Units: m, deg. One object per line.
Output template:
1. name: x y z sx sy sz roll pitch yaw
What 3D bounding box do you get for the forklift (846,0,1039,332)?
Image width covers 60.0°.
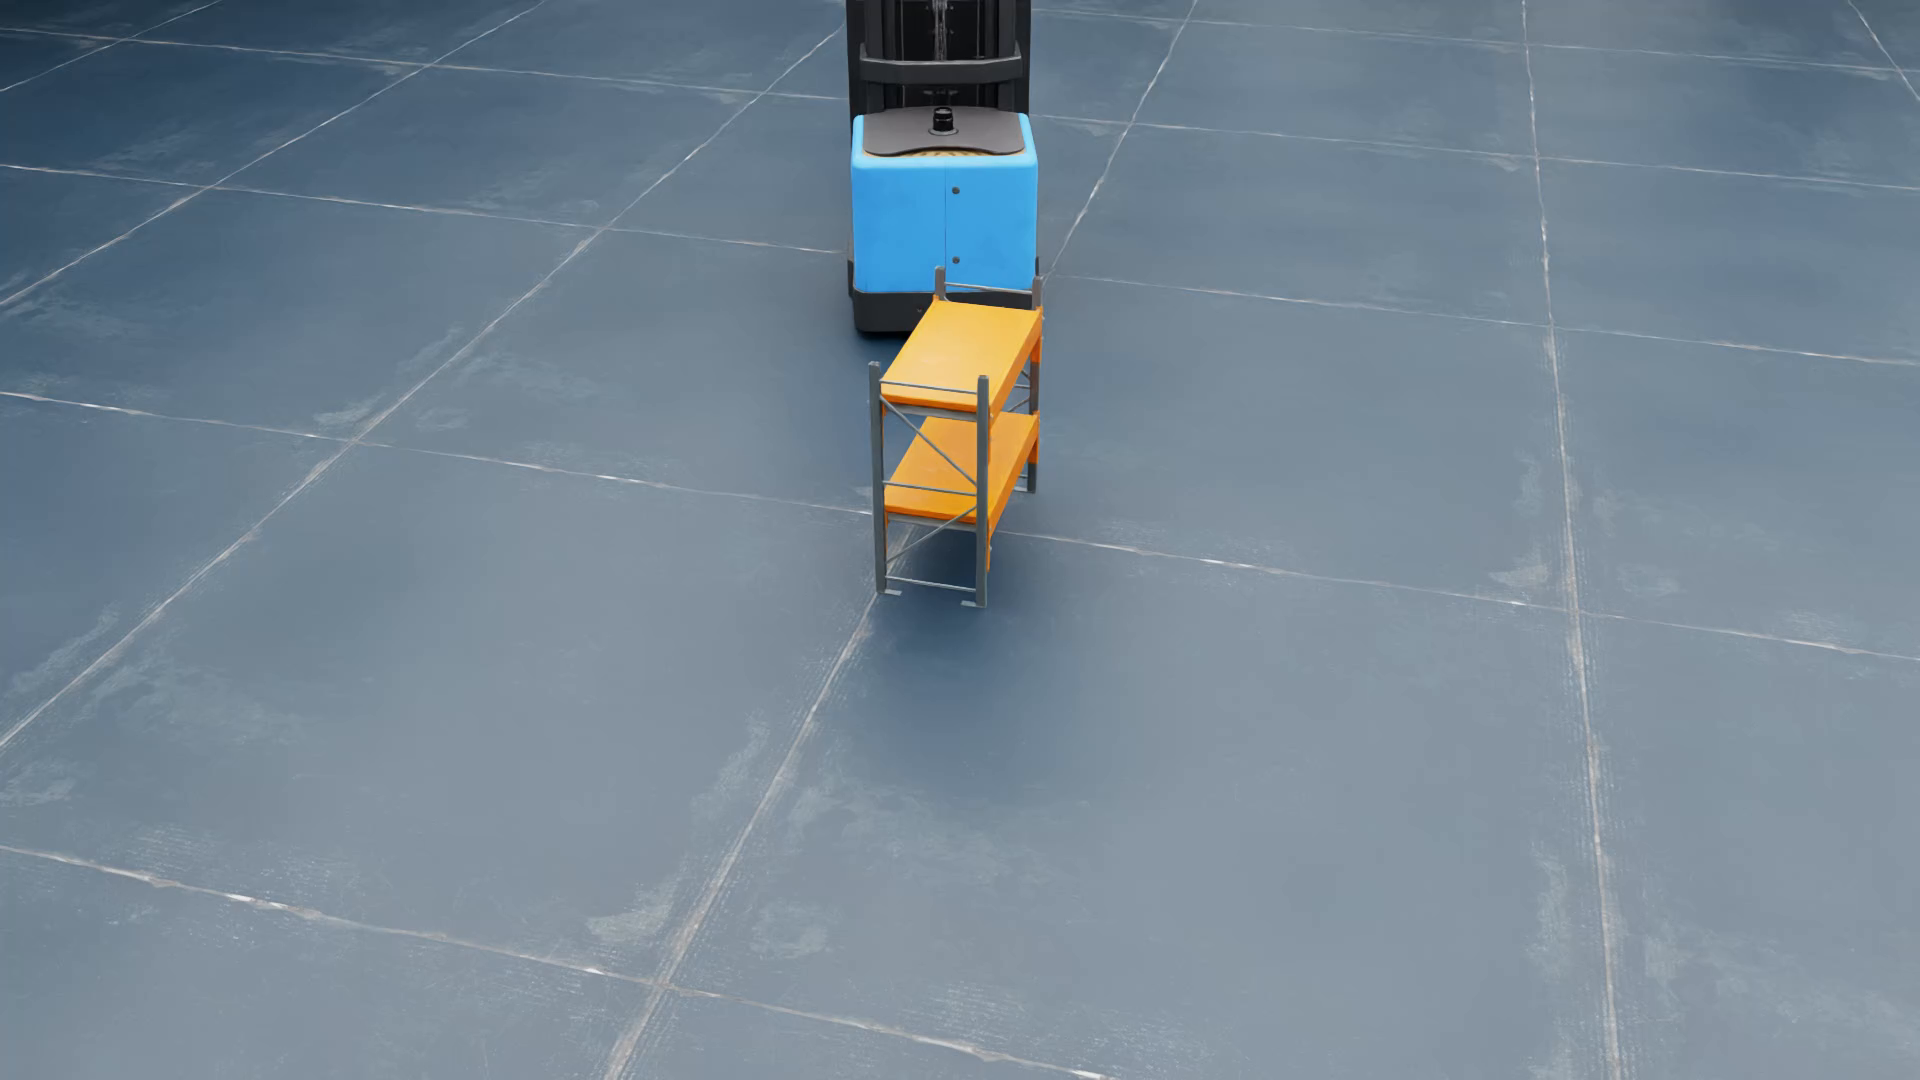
1. forklift: -0.136 -3.183 10.025 1.130 2.935 3.031 -1 32 -2

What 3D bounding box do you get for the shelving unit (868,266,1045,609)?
1. shelving unit: 0.002 -0.478 7.454 0.538 1.125 1.048 8 33 12

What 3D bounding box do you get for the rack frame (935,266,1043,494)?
1. rack frame: 0.131 -0.742 7.869 0.500 1.125 0.032 8 33 12

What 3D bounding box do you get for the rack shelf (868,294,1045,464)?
1. rack shelf: 0.002 -0.725 7.297 0.538 0.278 1.000 8 33 12

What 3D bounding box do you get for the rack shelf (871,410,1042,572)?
1. rack shelf: 0.002 -0.272 7.585 0.538 0.278 1.000 8 33 12

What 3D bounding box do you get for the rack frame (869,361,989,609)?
1. rack frame: -0.127 -0.214 7.039 0.500 1.125 0.032 8 33 12
